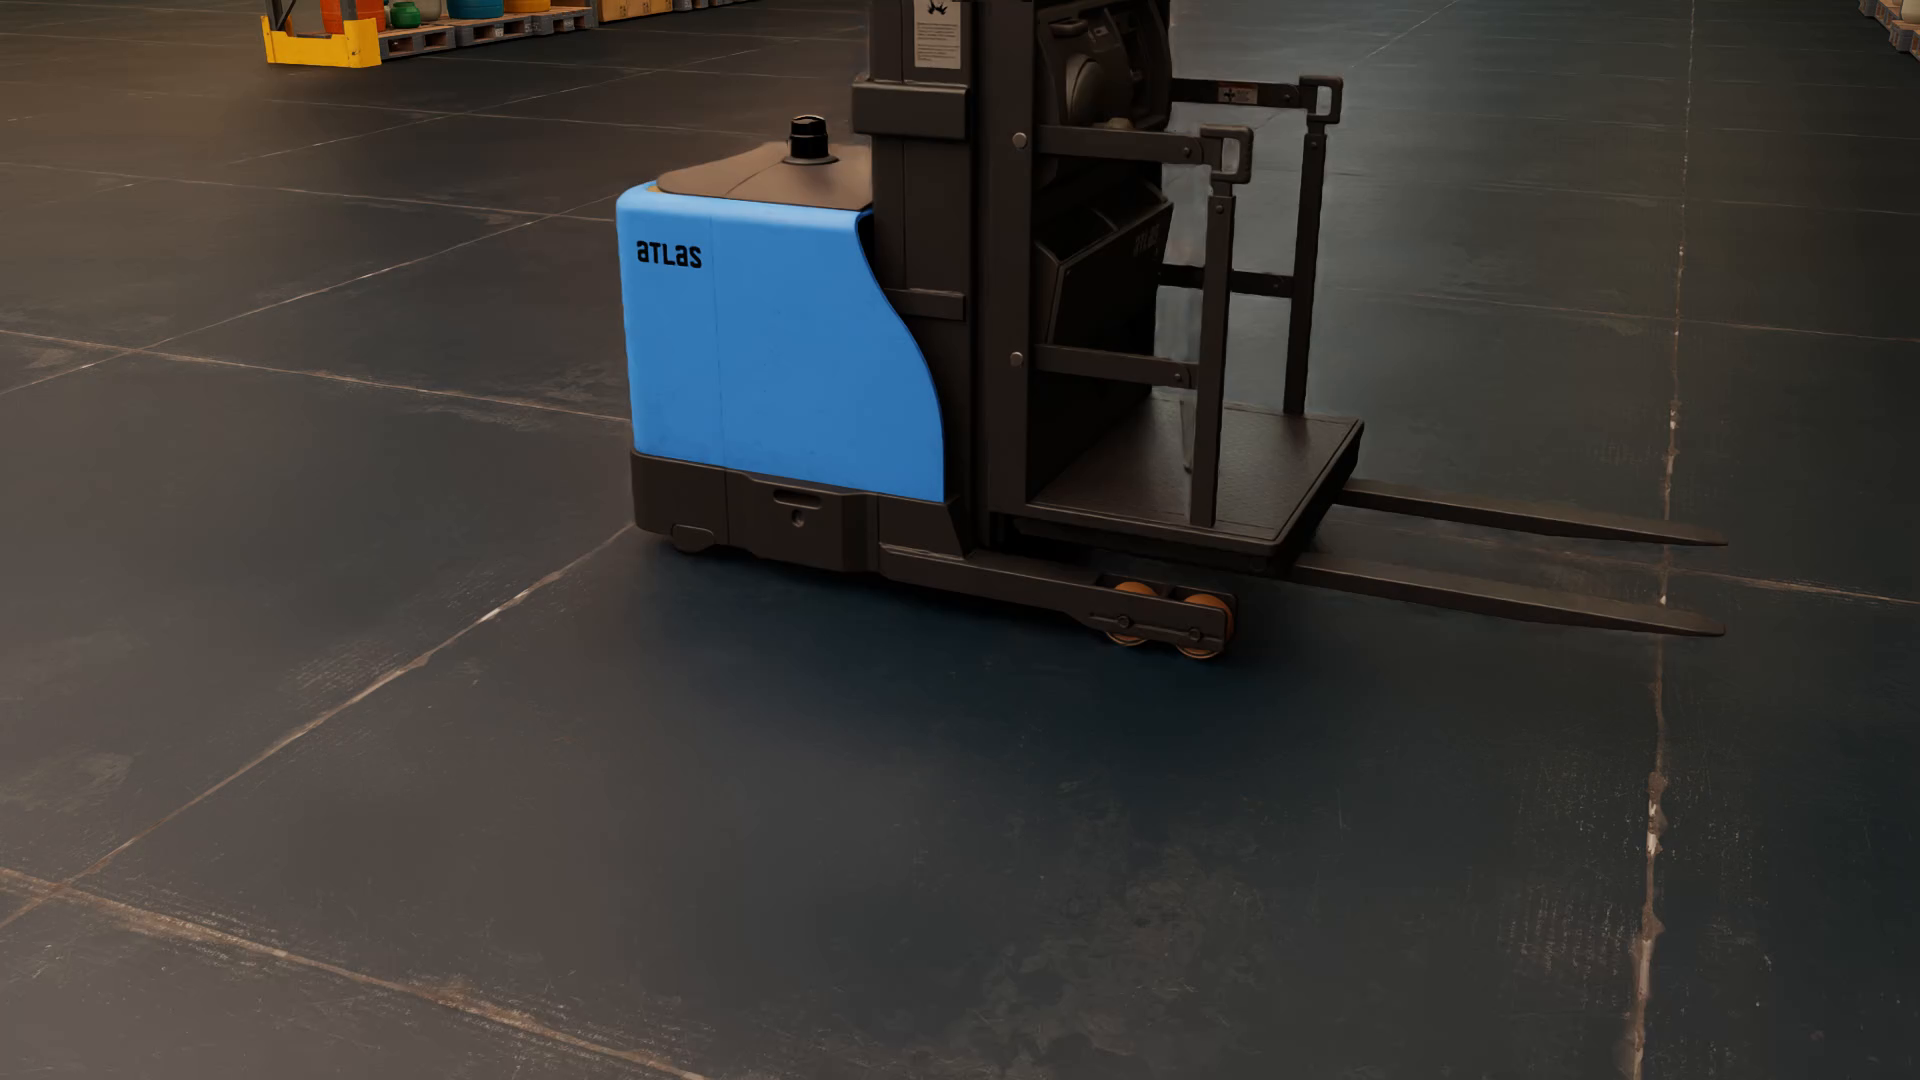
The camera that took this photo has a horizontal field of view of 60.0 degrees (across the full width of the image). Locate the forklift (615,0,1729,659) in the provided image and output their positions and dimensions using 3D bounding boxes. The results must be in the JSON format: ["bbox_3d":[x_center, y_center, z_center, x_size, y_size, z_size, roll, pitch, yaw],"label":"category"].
[{"bbox_3d":[0.577,-1.274,4.341,3.031,2.935,1.130,10,25,22],"label":"forklift"}]
